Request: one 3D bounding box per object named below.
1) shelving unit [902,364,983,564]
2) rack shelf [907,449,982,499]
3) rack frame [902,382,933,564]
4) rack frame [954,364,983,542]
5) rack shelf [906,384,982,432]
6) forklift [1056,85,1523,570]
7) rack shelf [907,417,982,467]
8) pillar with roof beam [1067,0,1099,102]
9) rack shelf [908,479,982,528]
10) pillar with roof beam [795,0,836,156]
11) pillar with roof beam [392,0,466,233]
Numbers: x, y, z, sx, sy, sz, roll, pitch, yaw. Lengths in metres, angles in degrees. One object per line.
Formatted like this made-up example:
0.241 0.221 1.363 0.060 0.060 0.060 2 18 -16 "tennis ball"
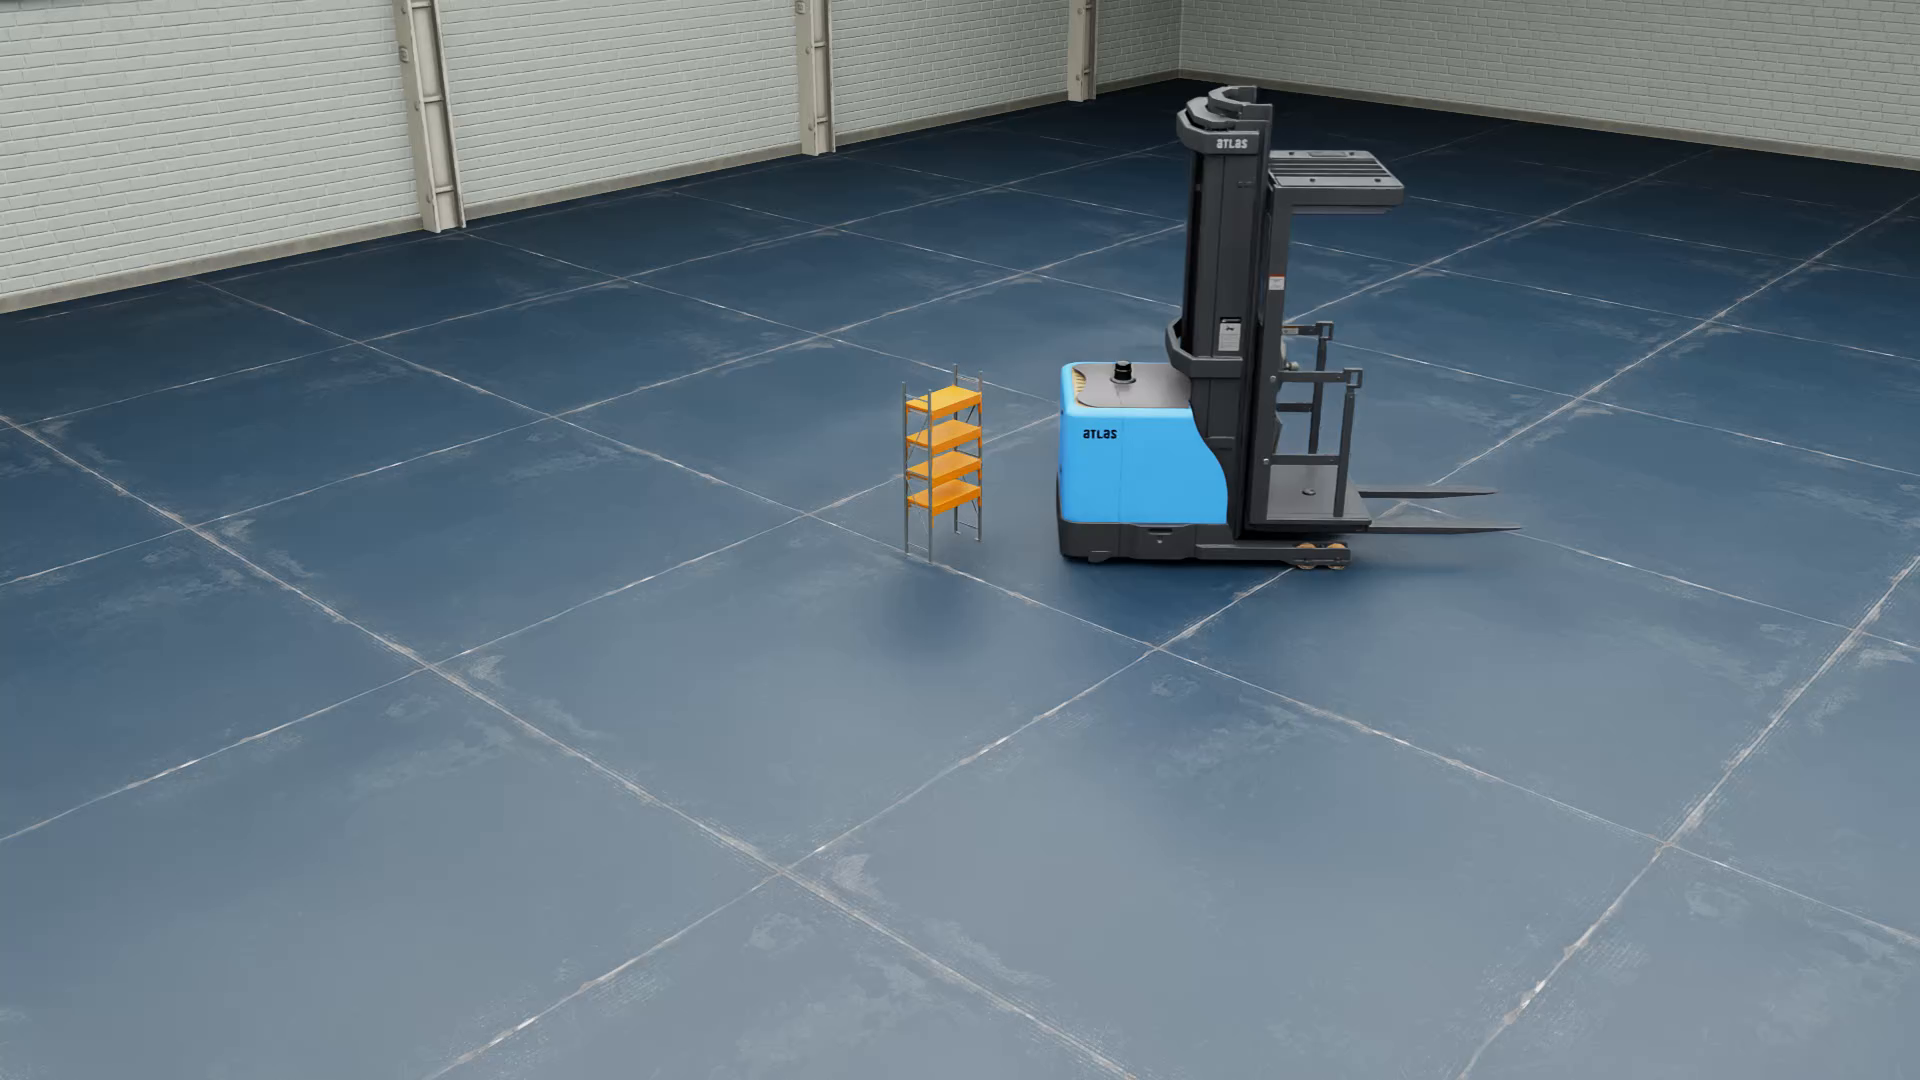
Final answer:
-0.110 -0.497 10.892 0.258 1.200 0.503 20 31 38 "shelving unit"
-0.110 -0.436 10.920 0.258 0.148 0.480 20 31 38 "rack shelf"
-0.273 -0.423 10.726 0.240 1.200 0.015 20 31 38 "rack frame"
0.052 -0.571 11.058 0.240 1.200 0.015 20 31 38 "rack frame"
-0.110 -0.856 10.731 0.258 0.148 0.480 20 31 38 "rack shelf"
2.180 -1.365 10.713 3.031 2.935 1.130 1 24 1 "forklift"
-0.110 -0.640 10.828 0.258 0.148 0.480 20 31 38 "rack shelf"
5.211 -10.223 23.051 9.100 9.000 0.400 20 31 38 "pillar with roof beam"
-0.110 -0.254 11.001 0.258 0.148 0.480 20 31 38 "rack shelf"
1.207 -8.395 18.974 9.100 9.000 0.400 20 31 38 "pillar with roof beam"
-2.797 -6.567 14.897 9.100 9.000 0.400 20 31 38 "pillar with roof beam"
